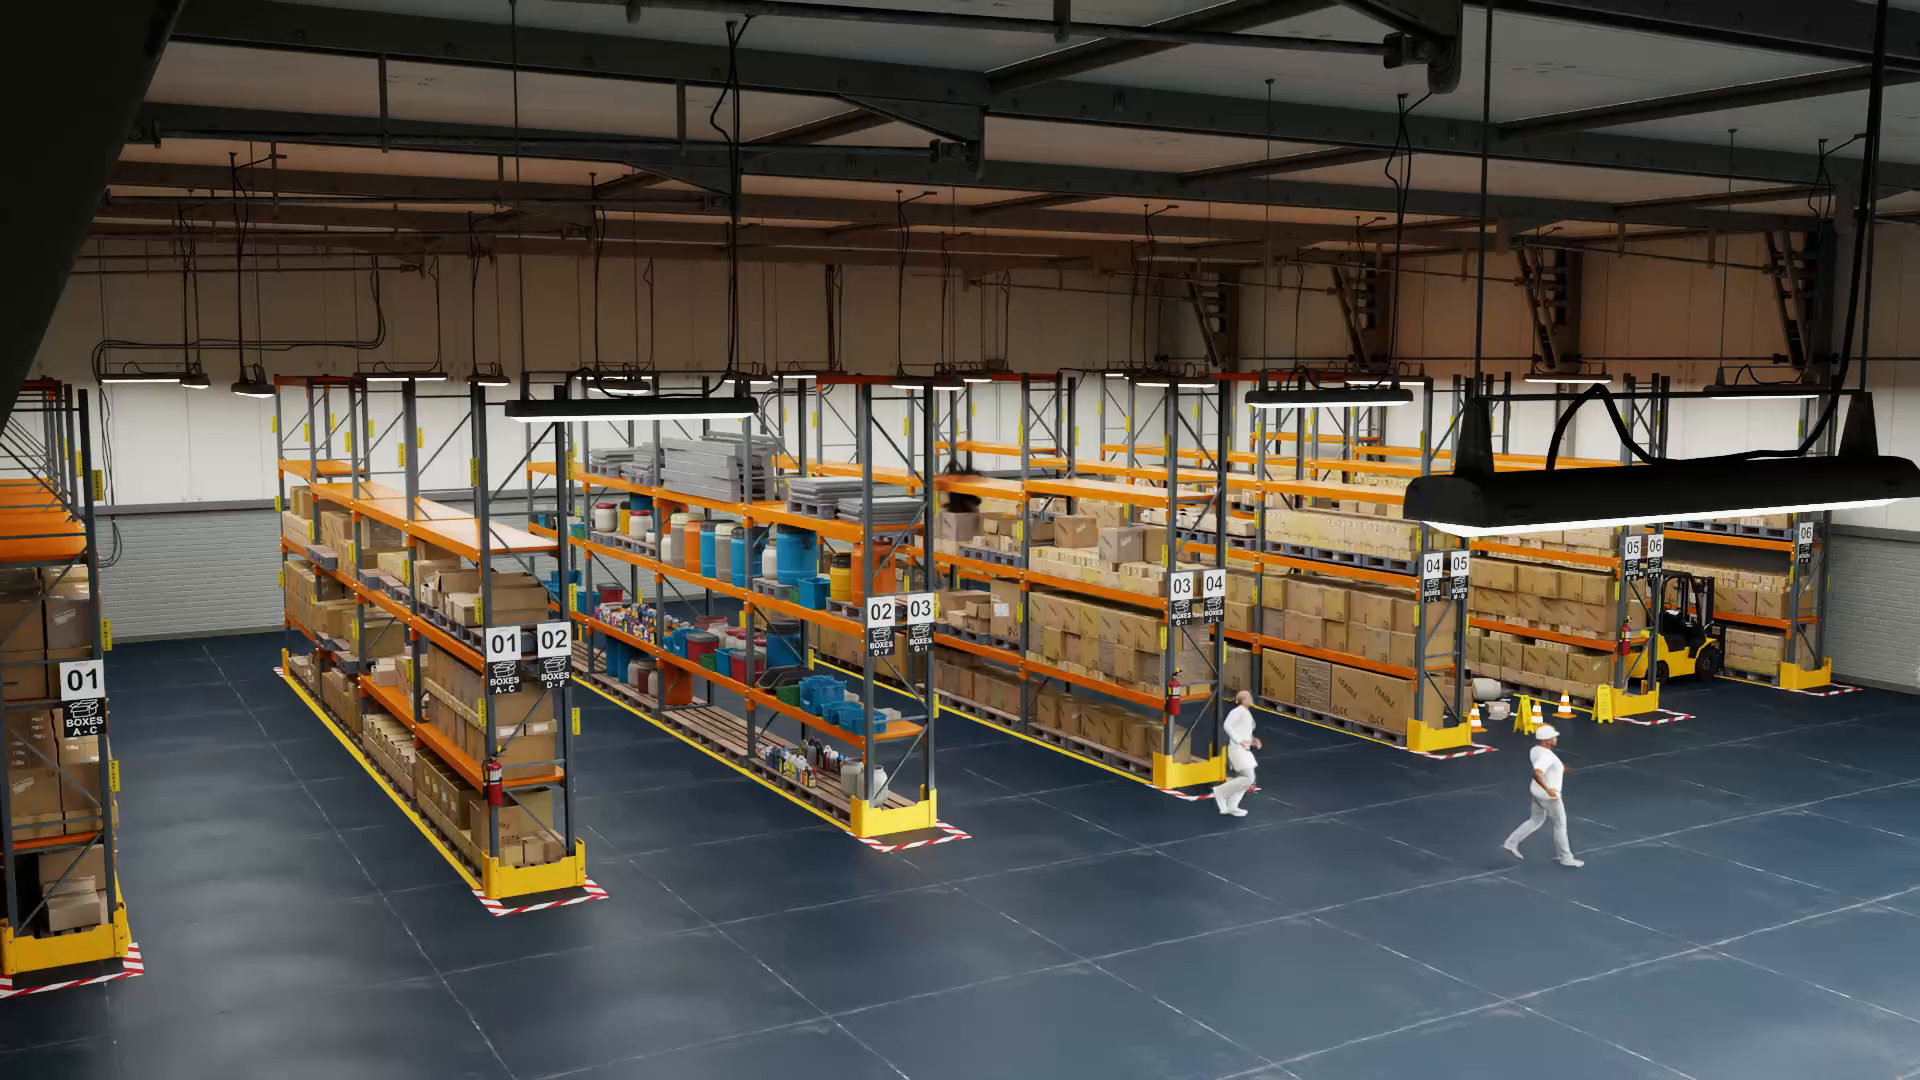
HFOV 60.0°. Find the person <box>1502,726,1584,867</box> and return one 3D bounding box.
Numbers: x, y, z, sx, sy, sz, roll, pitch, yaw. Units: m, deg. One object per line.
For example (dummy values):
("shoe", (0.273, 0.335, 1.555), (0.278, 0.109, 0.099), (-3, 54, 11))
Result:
("person", (7.275, 3.169, 20.644), (0.987, 1.755, 0.699), (0, 6, -3))

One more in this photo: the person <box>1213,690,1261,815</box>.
("person", (3.890, 2.950, 23.231), (0.627, 1.686, 0.752), (2, 7, 16))

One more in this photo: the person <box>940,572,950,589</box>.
("person", (-0.401, 0.916, 42.046), (0.601, 1.662, 0.617), (0, 6, -5))
